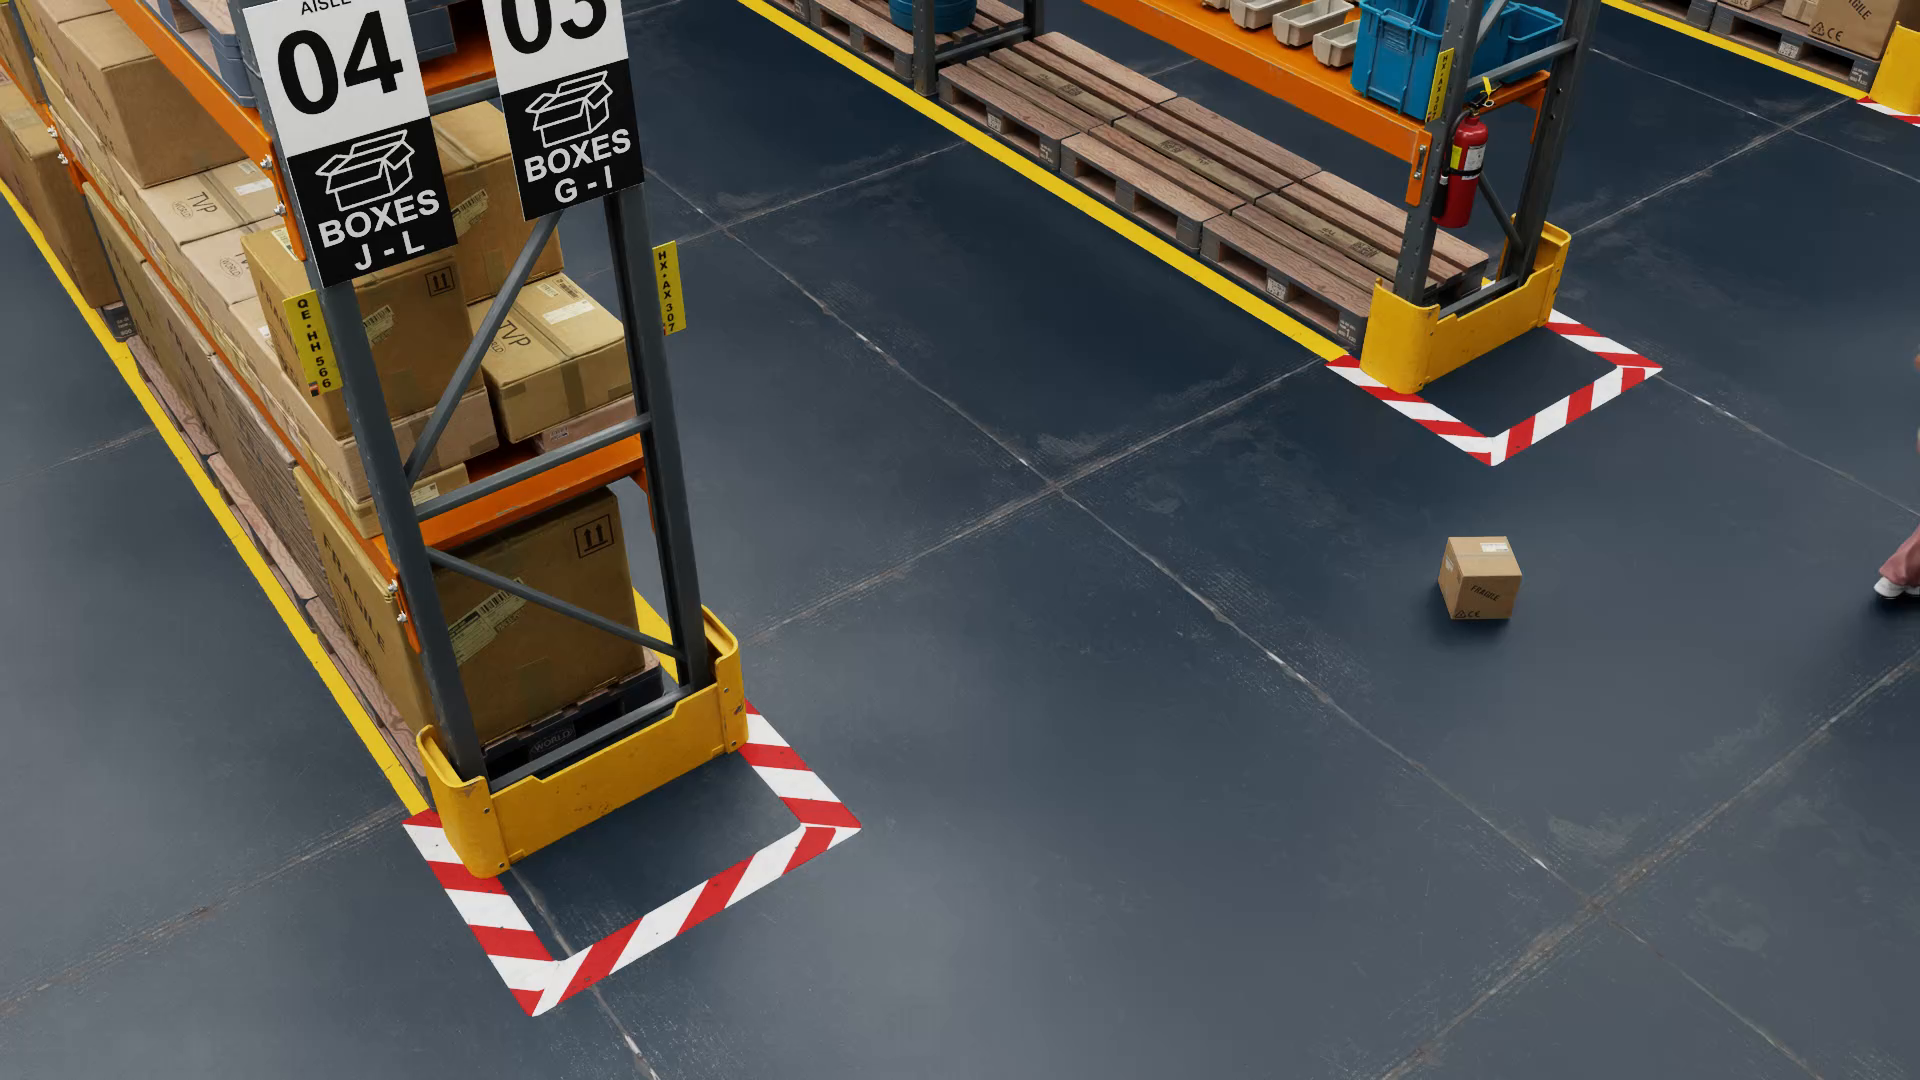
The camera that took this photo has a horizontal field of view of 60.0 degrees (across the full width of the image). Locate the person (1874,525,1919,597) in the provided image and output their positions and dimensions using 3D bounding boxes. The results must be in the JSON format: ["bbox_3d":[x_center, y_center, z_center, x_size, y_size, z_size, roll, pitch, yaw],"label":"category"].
[{"bbox_3d":[4.395,-0.411,6.637,0.995,1.612,0.472,-5,41,-6],"label":"person"}]
